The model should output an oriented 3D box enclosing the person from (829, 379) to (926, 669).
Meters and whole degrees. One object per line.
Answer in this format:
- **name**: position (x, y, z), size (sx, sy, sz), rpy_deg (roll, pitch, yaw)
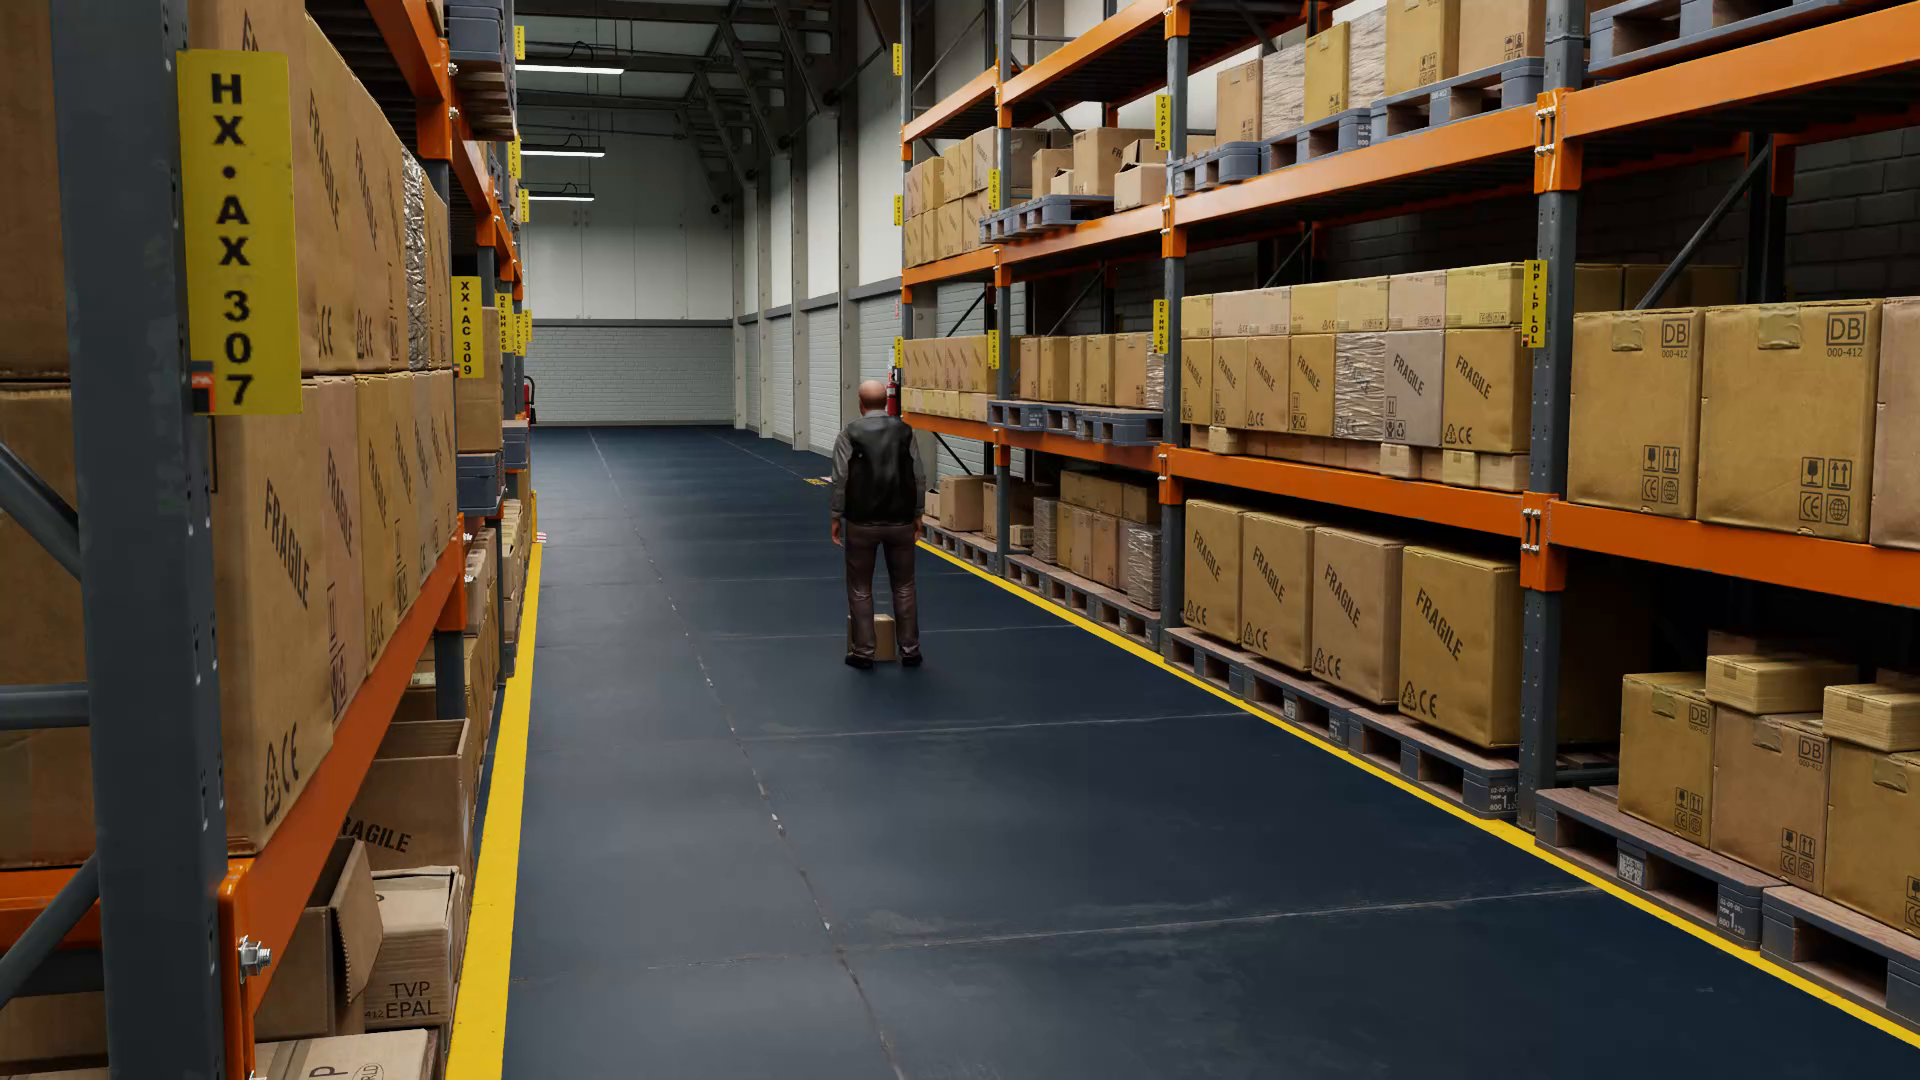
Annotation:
- **person**: position (-0.486, -0.097, 9.958), size (0.592, 1.722, 0.415), rpy_deg (-2, 6, -16)
